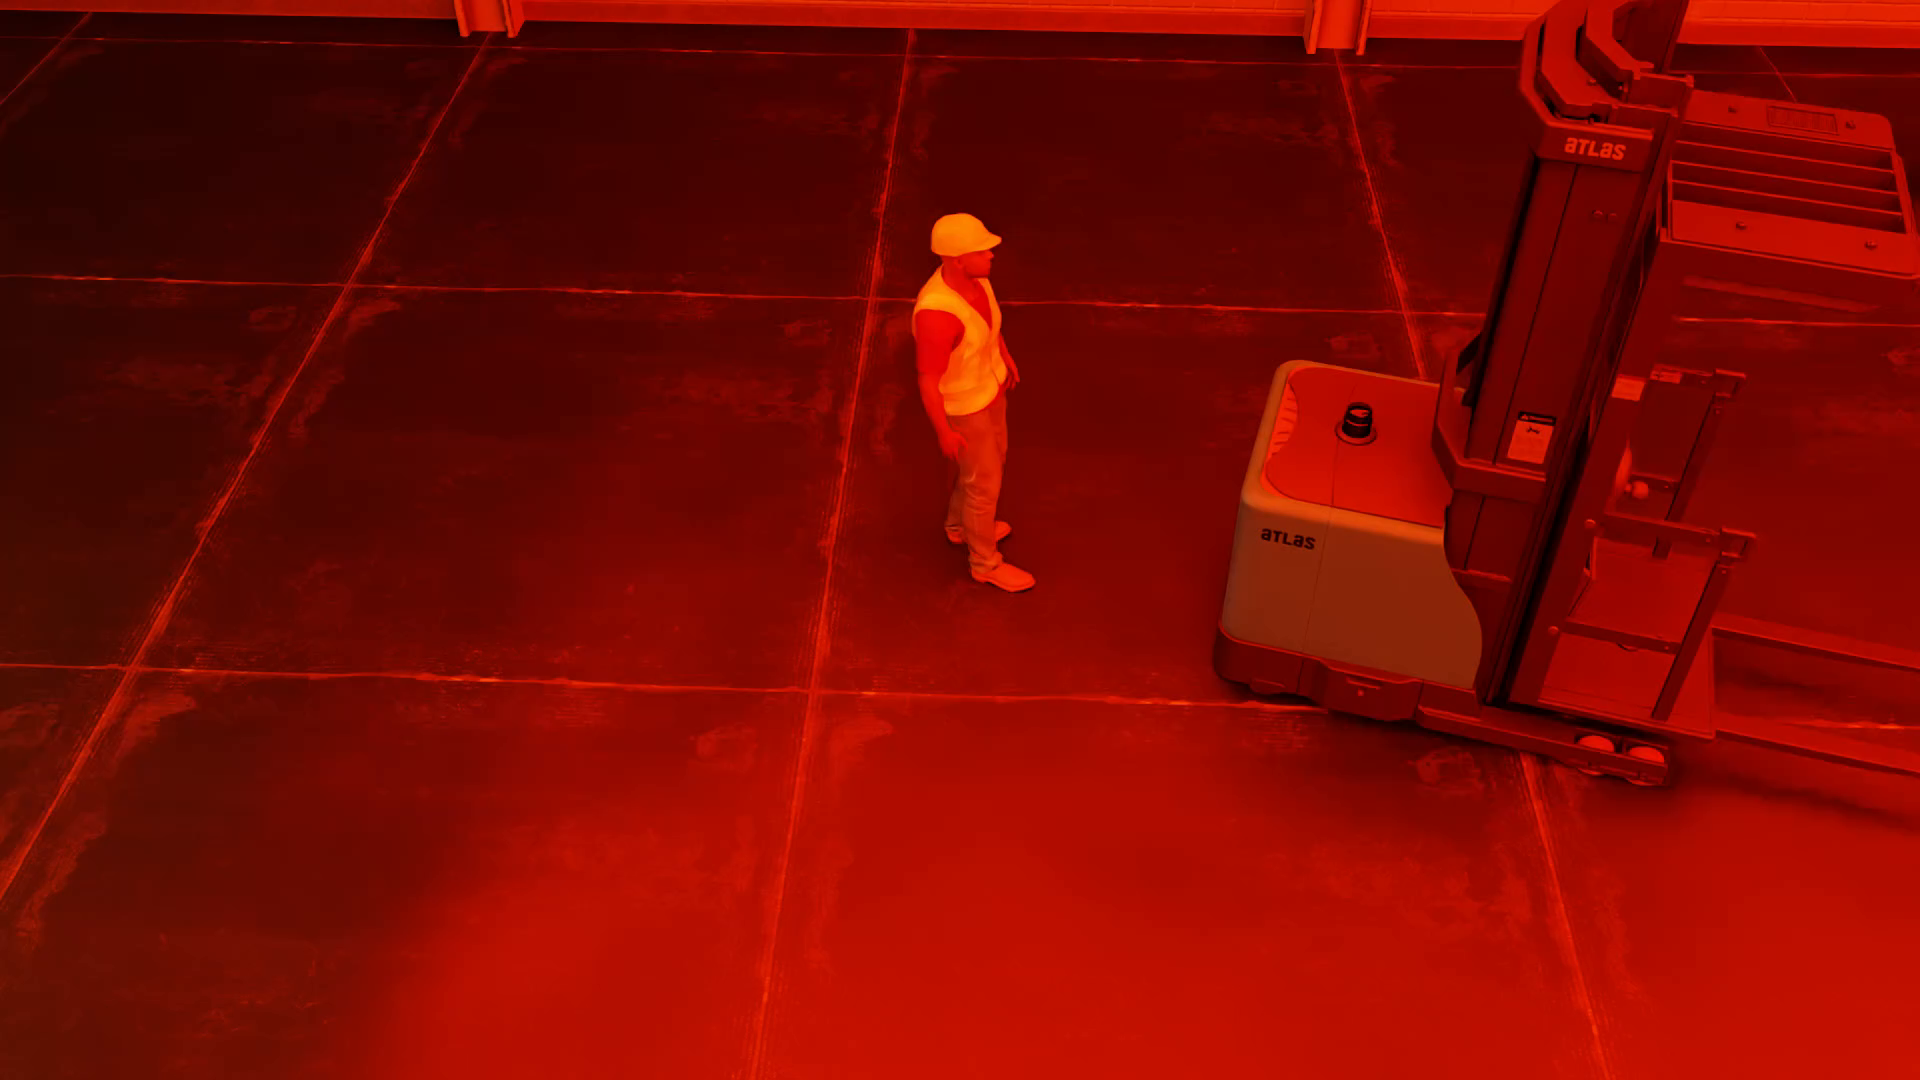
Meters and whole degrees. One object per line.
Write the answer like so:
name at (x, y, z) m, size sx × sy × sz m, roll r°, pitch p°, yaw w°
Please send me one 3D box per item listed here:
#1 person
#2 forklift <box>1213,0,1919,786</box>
person at (0.126, -0.622, 7.304) m, size 0.614 × 1.753 × 0.689 m, roll 14°, pitch 44°, yaw 15°
forklift at (2.673, -0.480, 6.268) m, size 3.031 × 2.935 × 1.130 m, roll 12°, pitch 44°, yaw 13°
